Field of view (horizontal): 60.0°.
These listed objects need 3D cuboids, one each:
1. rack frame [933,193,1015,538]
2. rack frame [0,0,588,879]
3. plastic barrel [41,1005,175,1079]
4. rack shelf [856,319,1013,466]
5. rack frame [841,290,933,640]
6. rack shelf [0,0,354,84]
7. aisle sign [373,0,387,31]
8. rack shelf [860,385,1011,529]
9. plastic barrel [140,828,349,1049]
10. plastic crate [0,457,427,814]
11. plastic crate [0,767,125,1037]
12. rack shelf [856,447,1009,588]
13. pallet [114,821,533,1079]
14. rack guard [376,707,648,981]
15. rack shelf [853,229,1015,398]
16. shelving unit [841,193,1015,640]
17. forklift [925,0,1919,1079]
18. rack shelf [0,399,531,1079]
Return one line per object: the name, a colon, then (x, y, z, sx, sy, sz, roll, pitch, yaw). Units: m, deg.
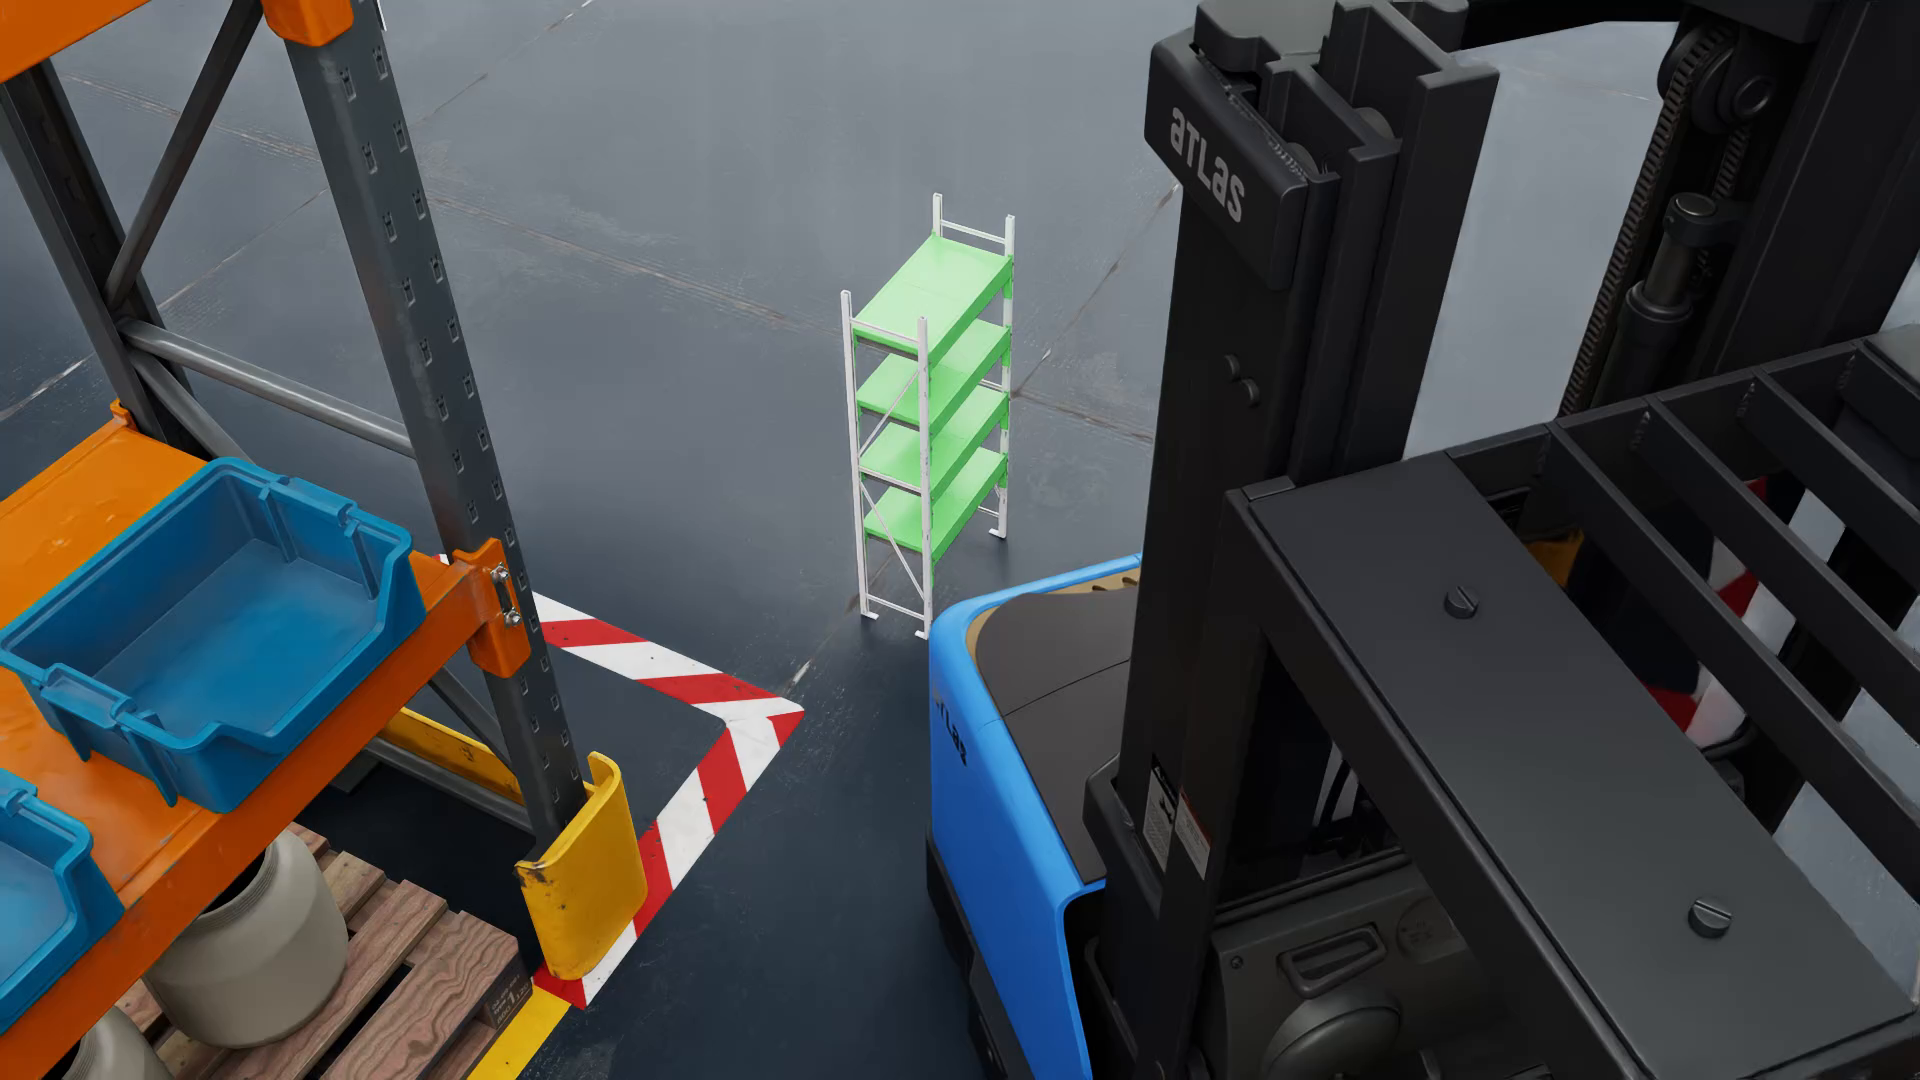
rack frame: (0.036, -0.471, 4.872, 0.240, 1.200, 0.015, 20, 49, 19)
rack frame: (-1.395, -0.300, 3.438, 1.000, 3.000, 0.127, 20, 49, 19)
plastic barrel: (-1.866, 1.182, 3.427, 0.421, 0.512, 0.421, 0, 45, 0)
rack shelf: (-0.077, -0.441, 4.595, 0.258, 0.148, 0.480, 20, 49, 19)
rack frame: (-0.190, -0.164, 4.568, 0.240, 1.200, 0.015, 20, 49, 19)
rack shelf: (-2.323, 0.158, 1.382, 1.077, 0.370, 4.000, 20, 49, 19)
aisle sign: (-1.099, -1.161, 2.461, 0.394, 0.787, 0.004, 20, 49, 19)
rack shelf: (-0.077, -0.273, 4.766, 0.258, 0.148, 0.480, 20, 49, 19)
plastic barrel: (-1.633, 0.866, 3.739, 0.421, 0.512, 0.421, 0, 45, 0)
plastic crate: (-1.362, 0.166, 3.081, 0.499, 0.251, 0.616, 20, 49, 19)
plastic crate: (-1.669, 0.573, 2.679, 0.499, 0.251, 0.408, 20, 49, 19)
rack shelf: (-0.077, -0.104, 4.936, 0.258, 0.148, 0.480, 20, 49, 19)
pallet: (-1.771, 1.253, 3.863, 1.003, 0.211, 1.213, 20, 49, 19)
rack guard: (-1.389, 0.642, 4.264, 1.175, 0.500, 0.348, 20, 49, 19)
rack shelf: (-0.077, -0.610, 4.424, 0.258, 0.148, 0.480, 20, 49, 19)
shelving unit: (-0.077, -0.317, 4.720, 0.258, 1.200, 0.503, 20, 49, 19)
forklift: (0.901, 0.740, 2.458, 1.130, 2.935, 3.031, -15, 47, -14)
rack shelf: (-2.323, 1.212, 2.448, 1.077, 0.370, 4.000, 20, 49, 19)
